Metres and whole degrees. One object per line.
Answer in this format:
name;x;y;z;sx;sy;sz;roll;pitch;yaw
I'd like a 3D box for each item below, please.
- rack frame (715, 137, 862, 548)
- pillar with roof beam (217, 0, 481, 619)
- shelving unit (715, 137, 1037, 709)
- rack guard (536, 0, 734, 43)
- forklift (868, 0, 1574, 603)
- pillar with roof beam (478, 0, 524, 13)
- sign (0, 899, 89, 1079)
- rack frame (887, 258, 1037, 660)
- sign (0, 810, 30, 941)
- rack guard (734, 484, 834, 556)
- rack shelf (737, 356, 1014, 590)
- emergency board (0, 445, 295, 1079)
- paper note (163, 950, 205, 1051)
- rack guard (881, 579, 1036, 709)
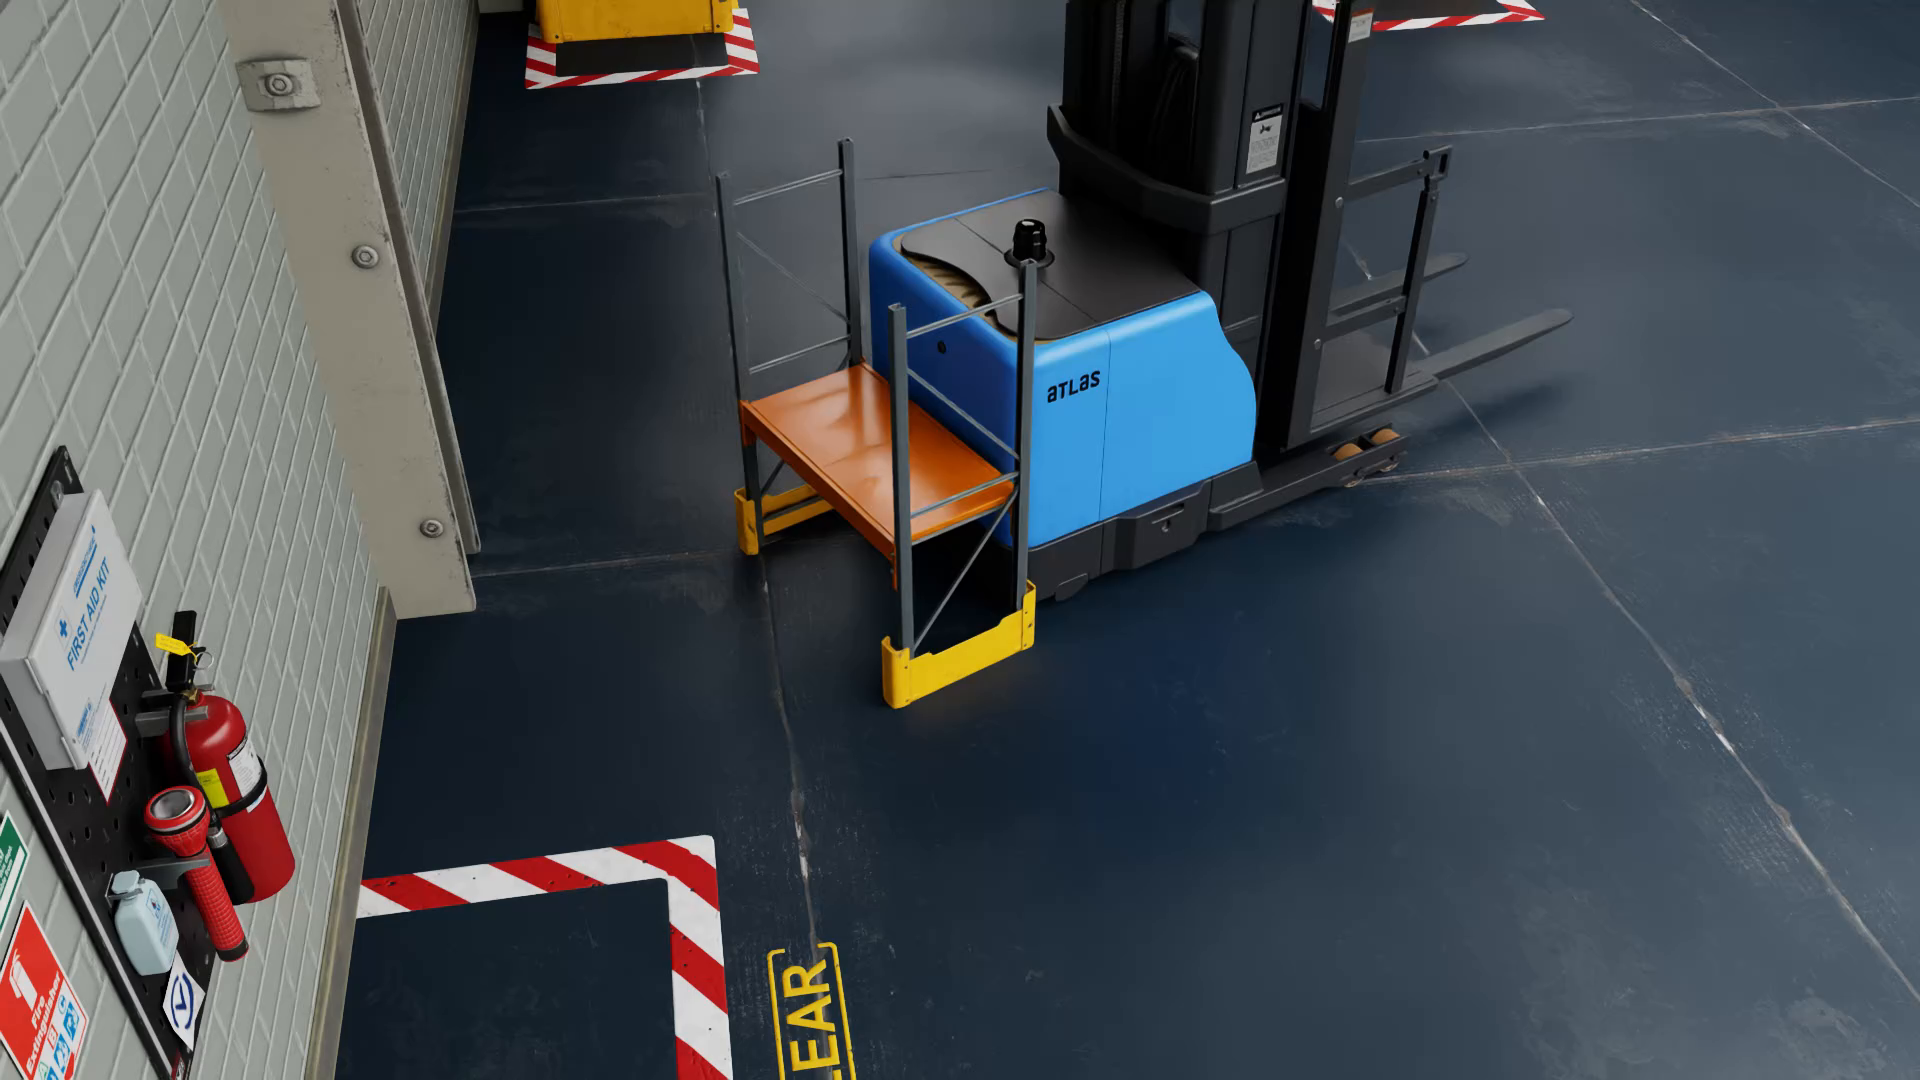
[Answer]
rack frame;-0.568;-0.652;5.867;0.500;1.500;0.032;-23;43;-27
pillar with roof beam;2.324;-3.868;3.895;9.100;9.000;0.400;-6;38;-8
shelving unit;-0.283;-0.400;5.543;0.587;1.500;1.083;-23;43;-27
rack guard;-2.005;-3.389;10.205;1.175;0.500;0.348;-6;38;-8
forklift;1.179;-1.618;5.943;3.031;2.935;1.130;-21;43;-25
pillar with roof beam;1.273;-7.493;8.559;9.100;9.000;0.400;-6;38;-8
sign;-1.523;0.791;2.757;0.001;0.329;0.234;-6;38;-8
rack frame;0.011;-0.139;5.207;0.500;1.500;0.032;-23;43;-27
sign;-1.515;0.578;2.600;0.001;0.109;0.331;-6;38;-8
rack guard;-0.567;-0.158;6.250;0.587;0.250;0.087;-23;43;-27
rack shelf;-0.278;-0.254;5.647;0.538;0.185;1.000;-23;43;-27
emergency board;-1.518;0.460;3.212;0.194;1.169;0.643;-6;38;-8
paper note;-1.555;0.923;3.336;0.016;0.148;0.142;-6;38;-8
rack guard;0.000;0.345;5.603;0.587;0.250;0.087;-23;43;-27
